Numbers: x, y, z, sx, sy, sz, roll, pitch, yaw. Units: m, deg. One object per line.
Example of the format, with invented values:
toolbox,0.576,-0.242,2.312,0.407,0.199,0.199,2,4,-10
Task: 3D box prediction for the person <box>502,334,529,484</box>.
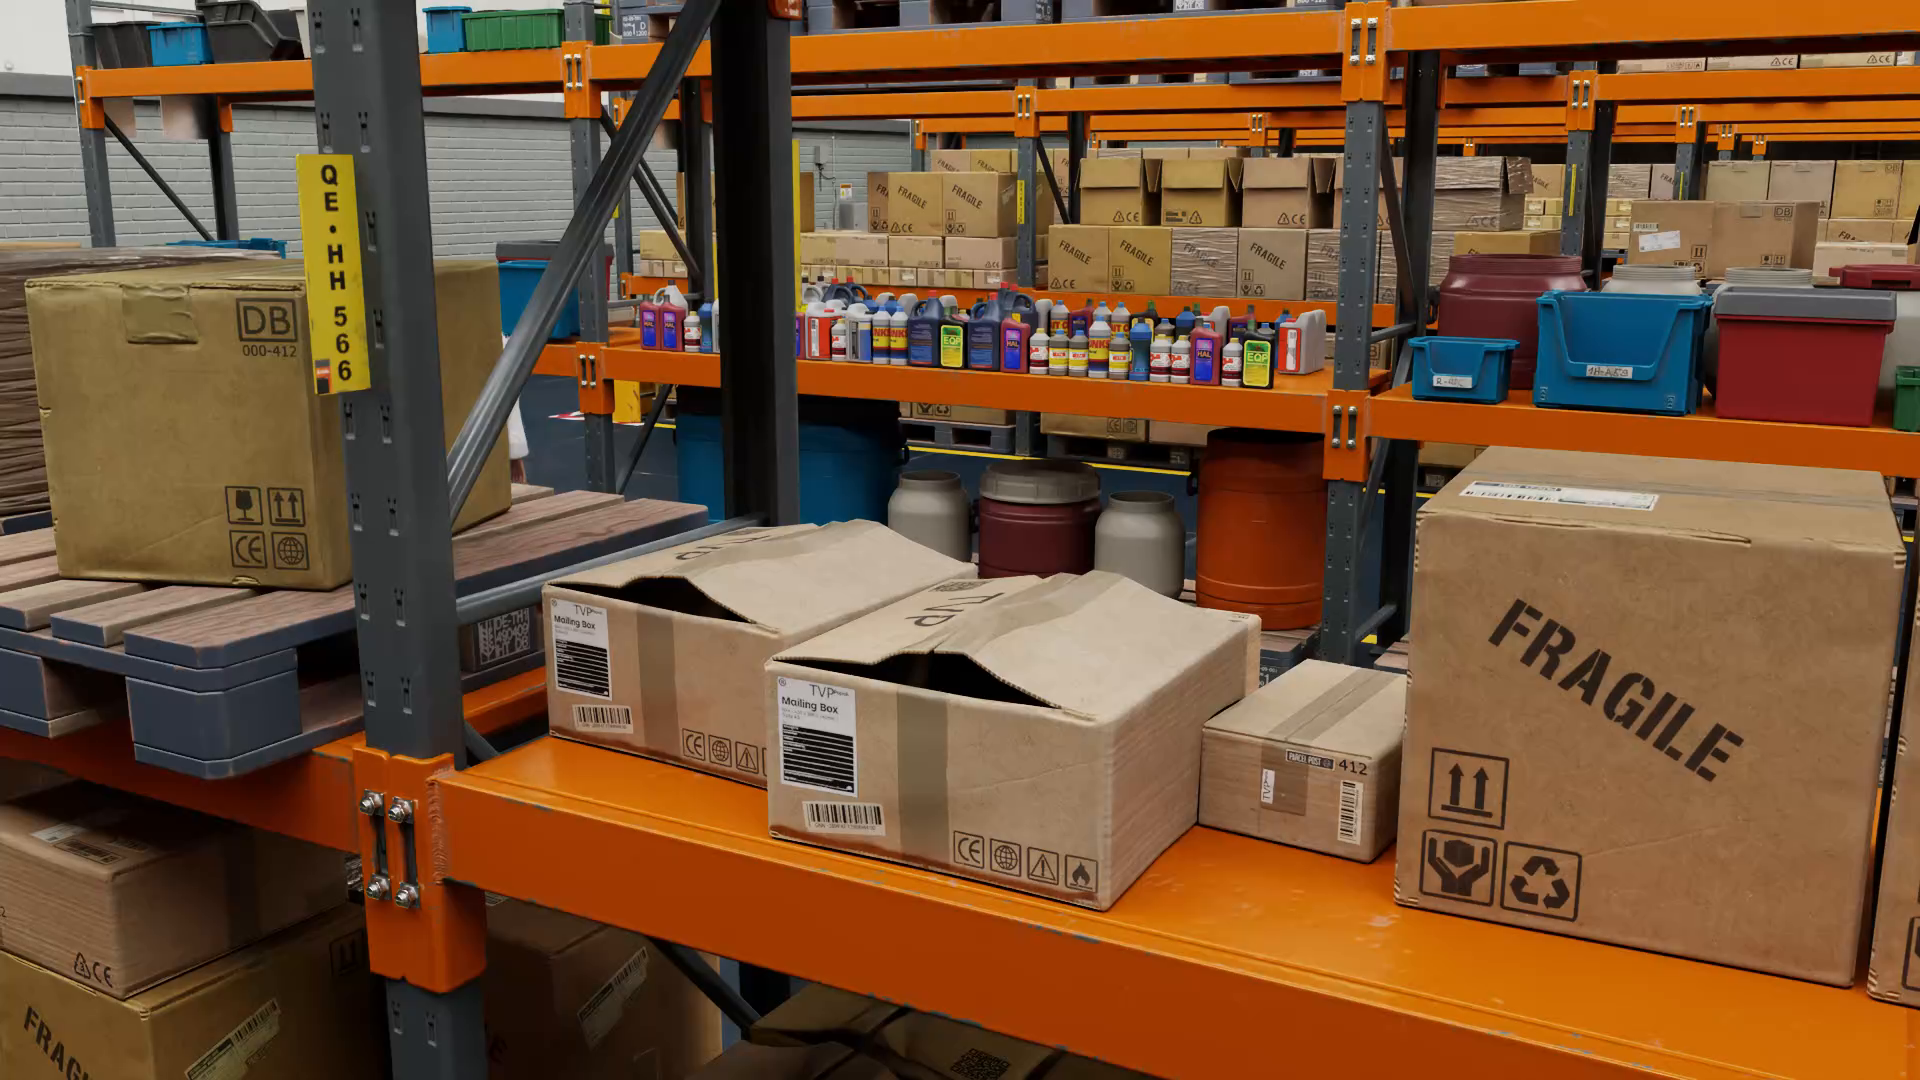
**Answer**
person,-2.412,-0.396,7.804,1.092,1.725,0.640,8,15,33
